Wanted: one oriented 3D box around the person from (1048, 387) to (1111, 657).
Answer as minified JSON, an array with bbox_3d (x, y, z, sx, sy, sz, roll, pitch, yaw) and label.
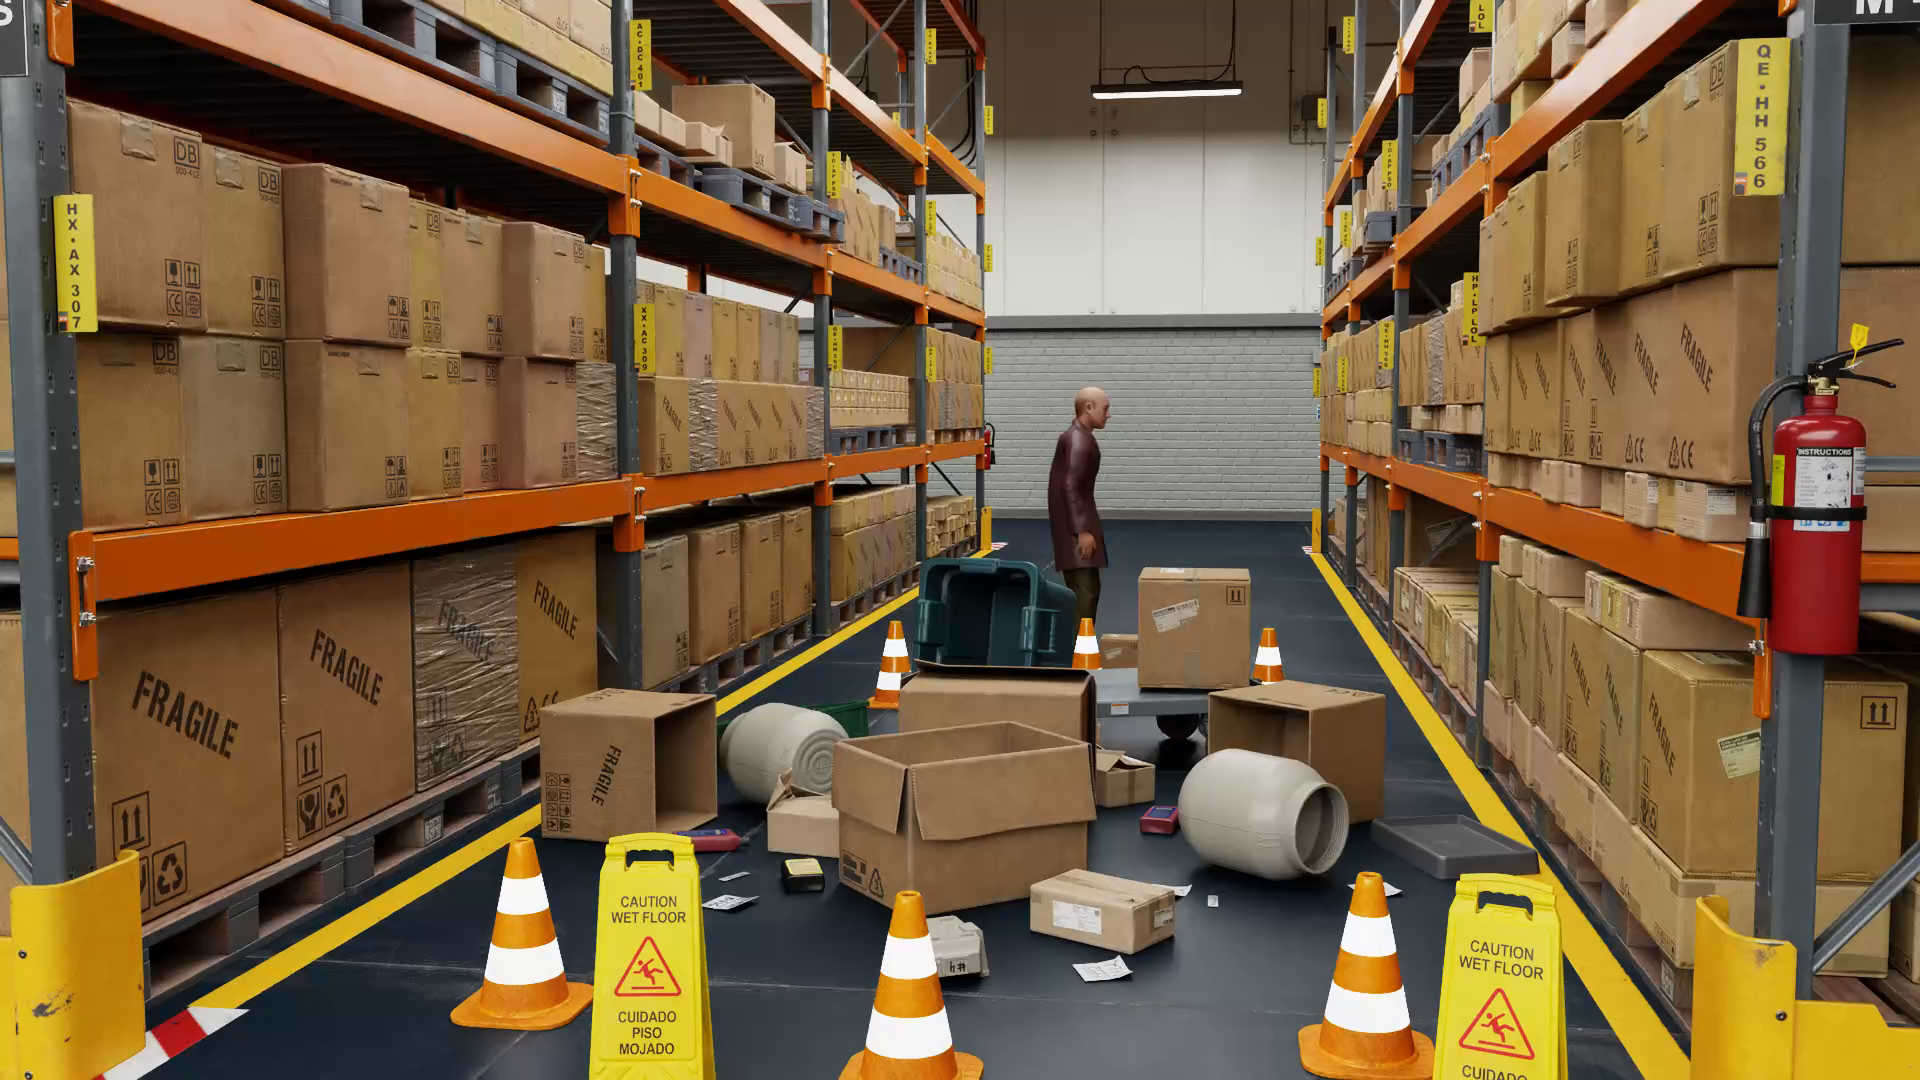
[{"bbox_3d":[0.747,-0.045,10.167,0.420,1.774,0.643,1,4,8],"label":"person"}]
